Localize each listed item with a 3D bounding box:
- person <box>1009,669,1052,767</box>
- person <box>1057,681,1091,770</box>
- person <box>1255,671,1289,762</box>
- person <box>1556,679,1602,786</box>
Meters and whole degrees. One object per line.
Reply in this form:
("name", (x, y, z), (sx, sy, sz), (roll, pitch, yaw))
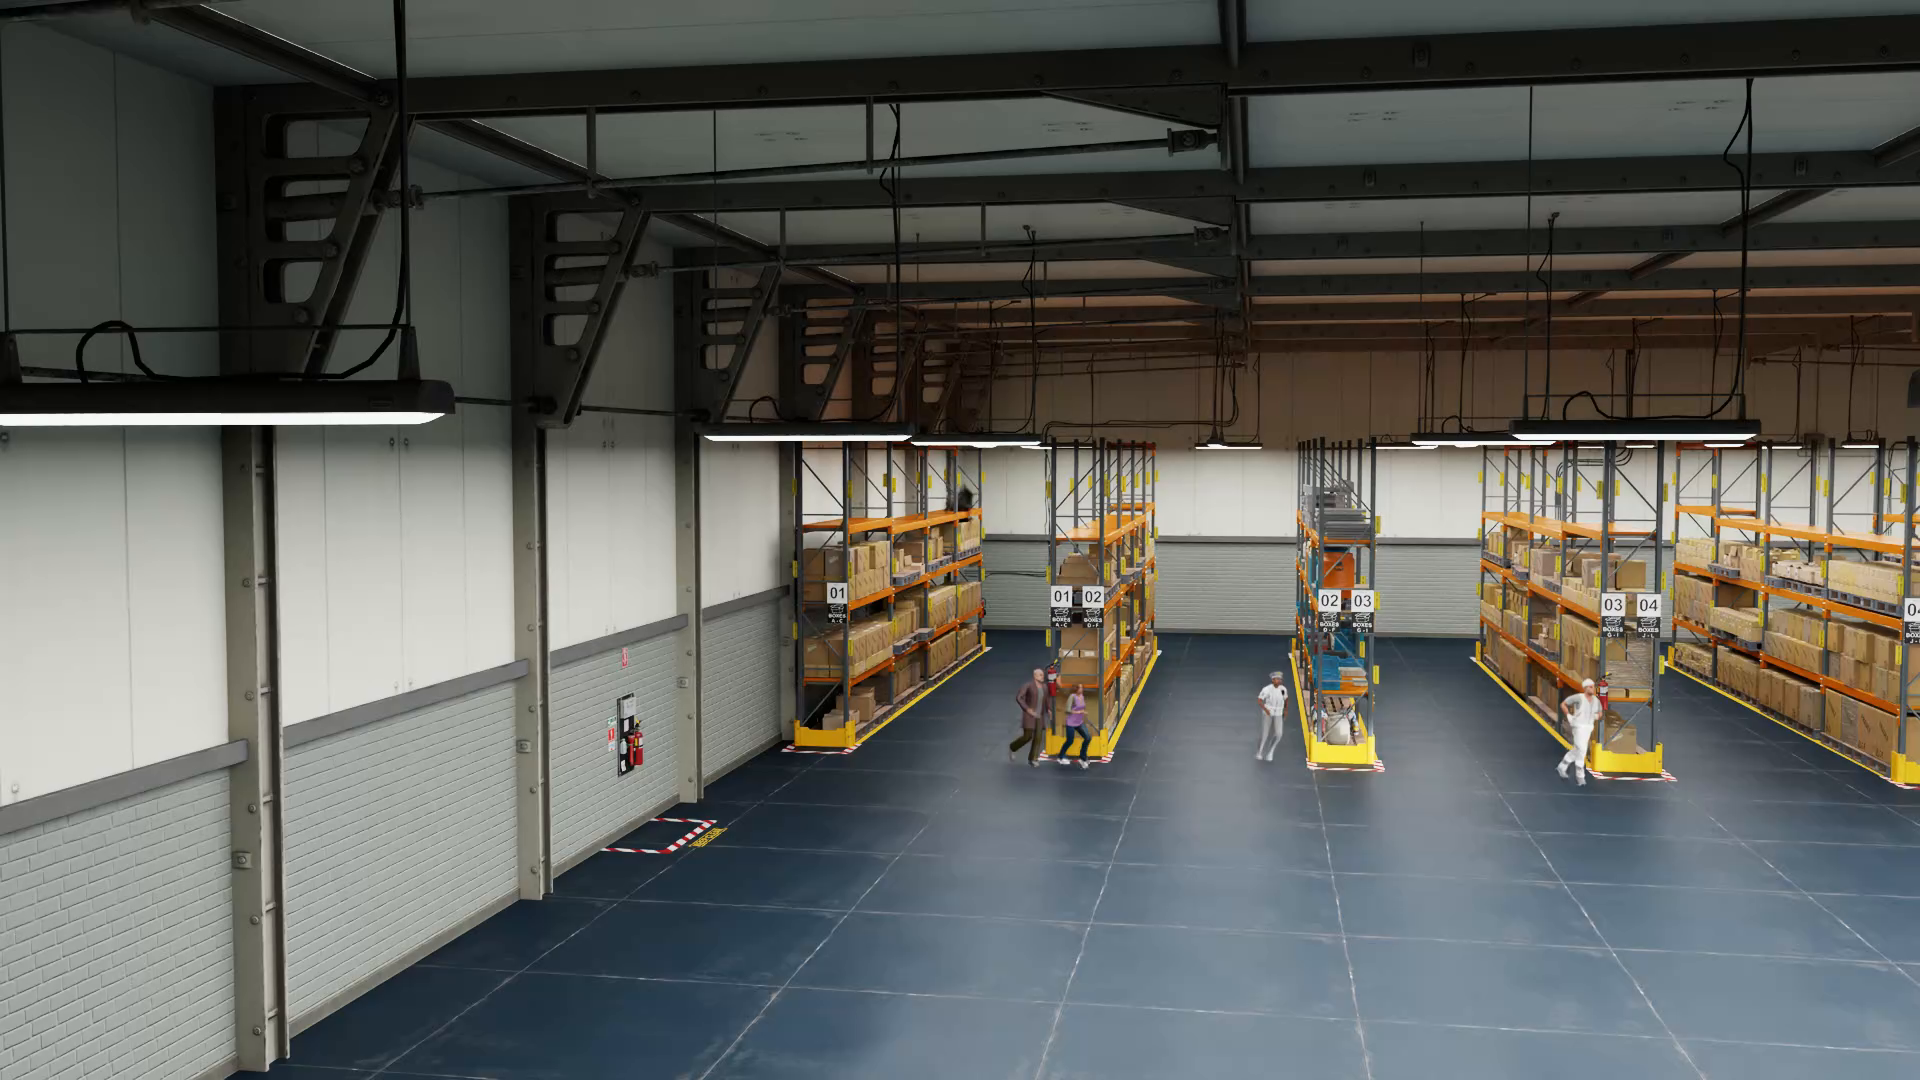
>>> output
("person", (1.390, 3.235, 30.474), (0.770, 1.740, 0.807), (-2, 4, -33))
("person", (2.065, 3.351, 30.049), (0.560, 1.617, 0.761), (-3, 4, -43))
("person", (5.828, 3.267, 30.875), (0.642, 1.672, 0.632), (0, 3, -4))
("person", (10.820, 3.319, 28.923), (0.662, 1.830, 0.806), (-1, 3, -23))
